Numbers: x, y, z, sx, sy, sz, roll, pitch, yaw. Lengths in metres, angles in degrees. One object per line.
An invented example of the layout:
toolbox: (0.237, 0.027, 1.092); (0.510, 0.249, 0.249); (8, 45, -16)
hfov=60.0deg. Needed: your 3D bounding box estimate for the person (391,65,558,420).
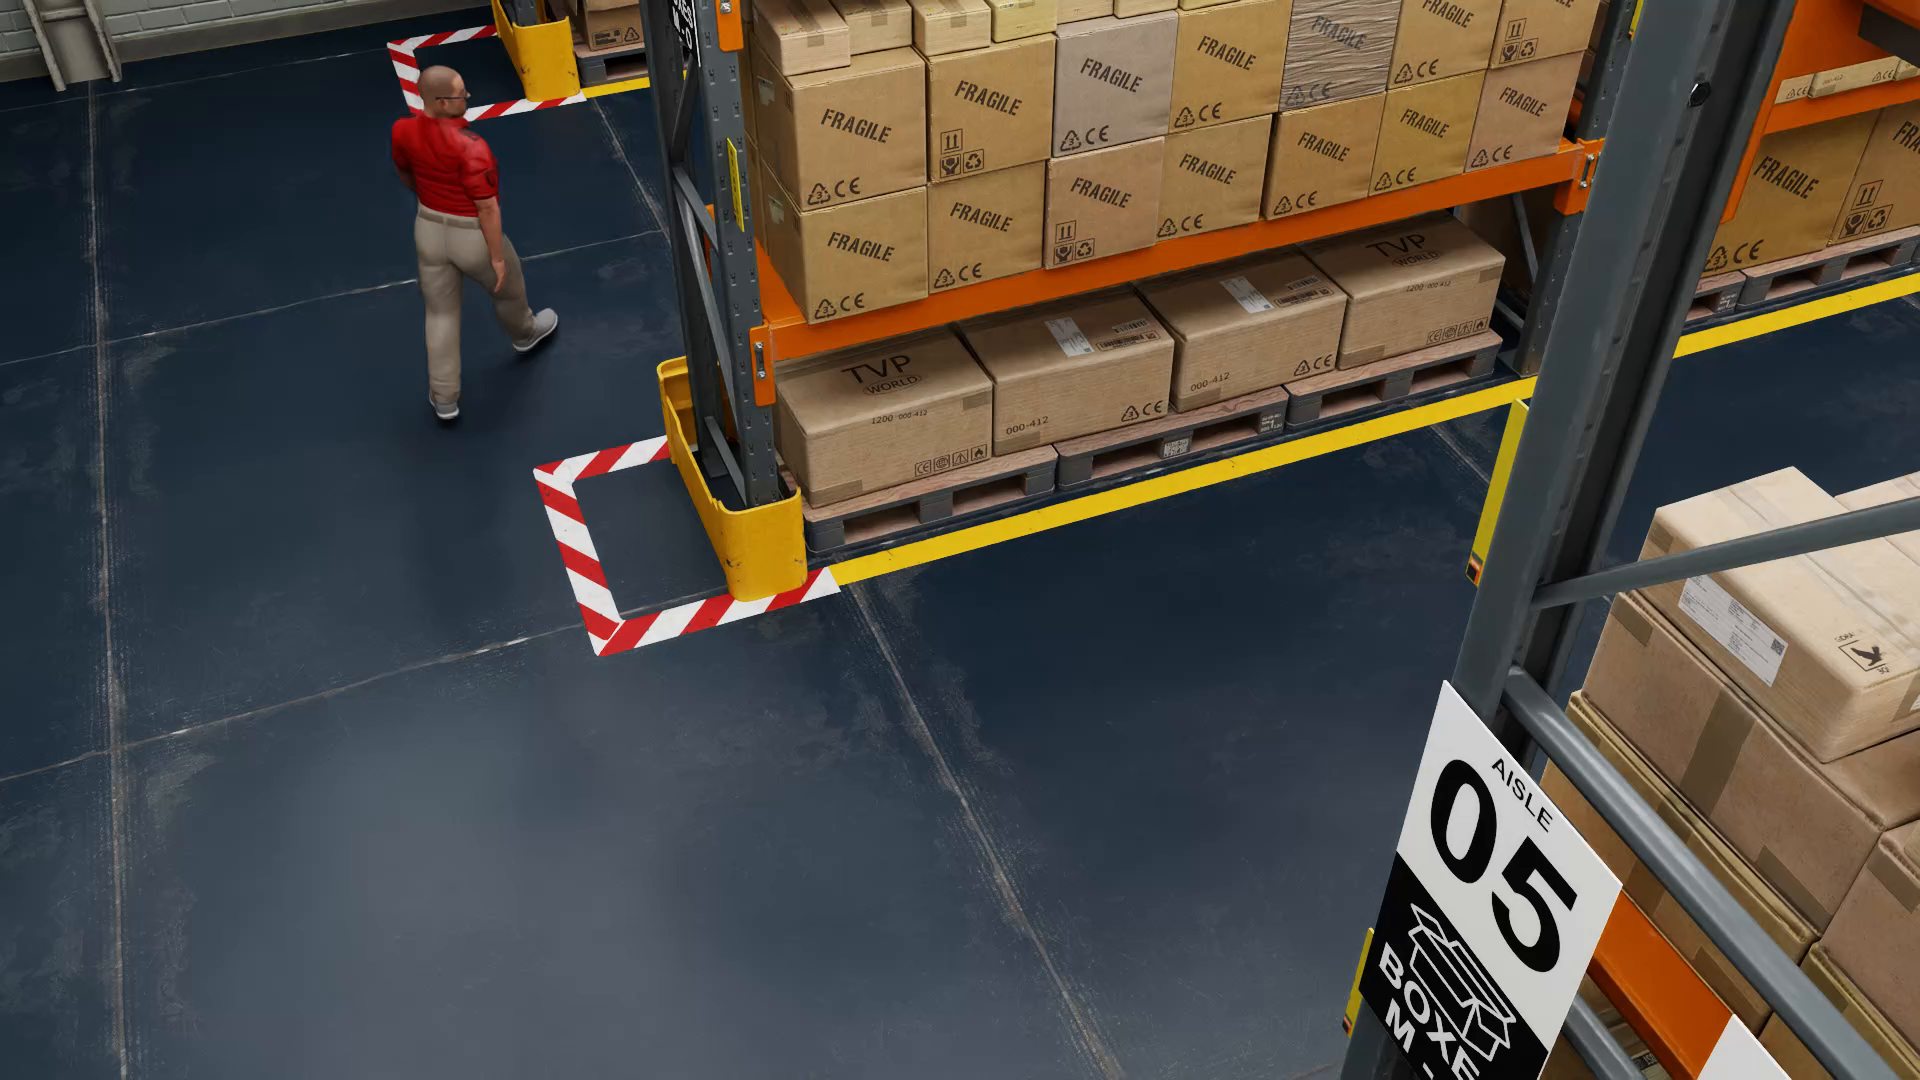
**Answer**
person: (-2.349, -1.488, 7.835); (0.641, 1.670, 0.969); (8, 42, 9)
